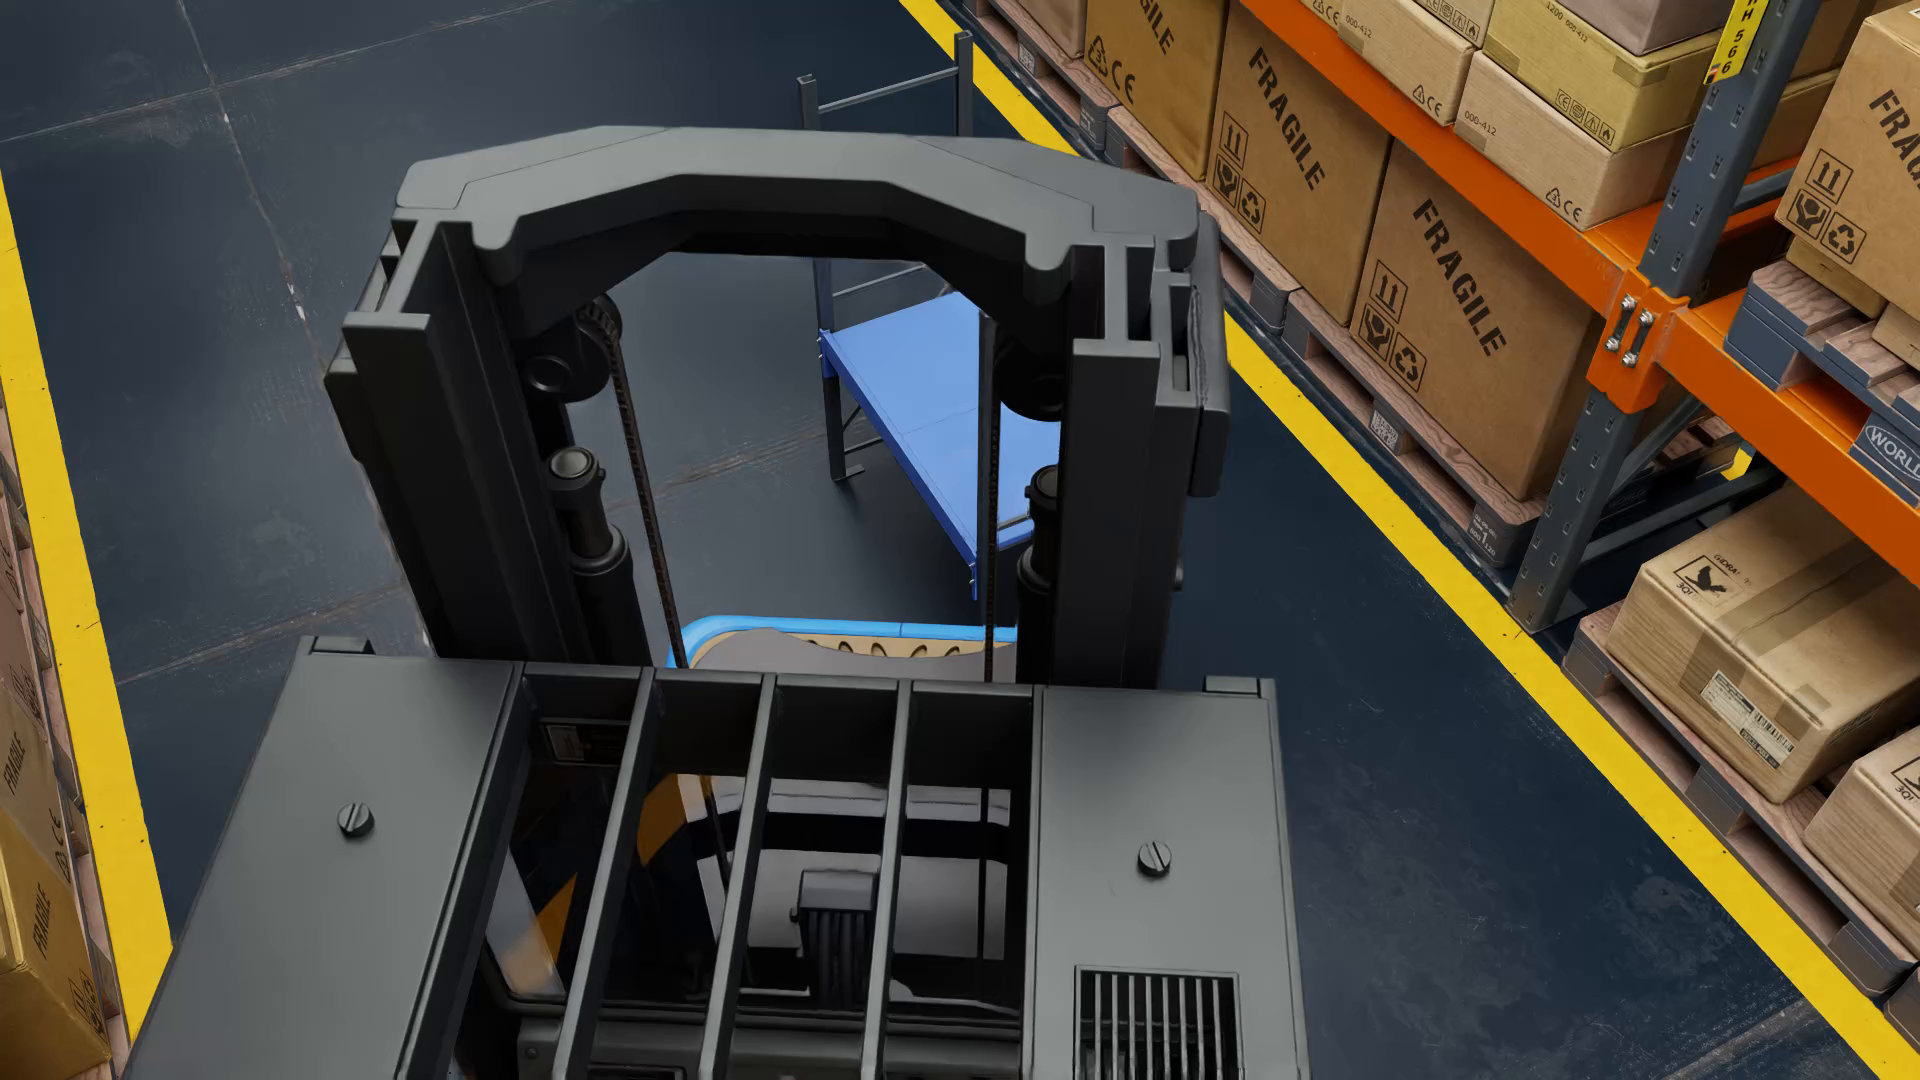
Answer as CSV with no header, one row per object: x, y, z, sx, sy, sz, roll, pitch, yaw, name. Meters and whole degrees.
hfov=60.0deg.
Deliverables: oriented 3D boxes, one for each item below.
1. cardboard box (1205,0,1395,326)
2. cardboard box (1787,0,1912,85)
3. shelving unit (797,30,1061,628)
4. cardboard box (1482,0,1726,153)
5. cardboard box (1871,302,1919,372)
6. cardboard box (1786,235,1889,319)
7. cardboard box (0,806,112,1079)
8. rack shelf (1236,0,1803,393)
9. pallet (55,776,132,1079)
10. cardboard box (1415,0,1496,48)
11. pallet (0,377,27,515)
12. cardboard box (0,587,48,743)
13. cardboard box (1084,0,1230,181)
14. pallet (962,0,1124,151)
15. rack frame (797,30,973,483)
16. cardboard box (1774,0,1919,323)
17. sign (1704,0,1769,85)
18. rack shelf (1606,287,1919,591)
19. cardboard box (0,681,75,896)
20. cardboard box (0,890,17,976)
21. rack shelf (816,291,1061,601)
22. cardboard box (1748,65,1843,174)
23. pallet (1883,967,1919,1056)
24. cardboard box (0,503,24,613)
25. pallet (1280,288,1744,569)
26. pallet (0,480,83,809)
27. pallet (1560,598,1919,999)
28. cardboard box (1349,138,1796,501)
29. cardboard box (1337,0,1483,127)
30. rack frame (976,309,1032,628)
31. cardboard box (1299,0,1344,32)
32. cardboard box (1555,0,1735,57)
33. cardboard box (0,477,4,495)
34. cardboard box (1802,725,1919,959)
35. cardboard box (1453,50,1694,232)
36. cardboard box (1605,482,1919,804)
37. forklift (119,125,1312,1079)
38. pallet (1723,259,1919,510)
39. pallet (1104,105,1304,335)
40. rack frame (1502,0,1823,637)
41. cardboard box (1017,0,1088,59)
1.480,-1.437,5.647,0.875,0.875,0.875,-21,52,-17,cardboard box
2.114,-1.449,4.292,0.500,0.250,0.500,-22,52,-18,cardboard box
0.039,-0.437,4.636,0.538,1.500,1.048,-21,52,-18,shelving unit
1.679,-1.261,4.128,0.500,0.250,0.500,-21,52,-18,cardboard box
2.209,-0.482,3.567,0.380,0.149,0.250,-24,53,-20,cardboard box
2.110,-0.683,3.743,0.380,0.149,0.250,-24,53,-20,cardboard box
-2.326,0.987,3.776,0.500,0.500,0.500,-23,53,-19,cardboard box
1.211,-2.011,5.494,1.077,0.370,4.000,-21,52,-18,rack shelf
-2.585,1.258,4.009,1.003,0.211,1.213,-21,52,-18,pallet
1.441,-1.603,4.427,0.500,0.250,0.500,-22,53,-18,cardboard box
-3.702,-0.375,5.438,1.003,0.211,1.213,-21,52,-18,pallet
-2.798,0.310,4.368,0.500,0.500,0.500,-22,53,-18,cardboard box
1.071,-2.036,6.170,0.875,0.875,0.875,-20,52,-16,cardboard box
0.716,-2.178,7.014,1.003,0.211,1.213,-21,52,-18,pallet
-0.194,-0.777,4.933,0.500,1.500,0.032,-21,52,-18,rack frame
2.126,-0.797,3.412,0.500,0.500,0.500,-23,53,-19,cardboard box
1.634,-1.097,3.447,0.100,0.325,0.005,-21,52,-18,sign
3.041,0.666,3.152,1.077,0.370,4.000,-21,52,-18,rack shelf
-2.559,0.652,4.069,0.500,0.500,0.500,-21,52,-17,cardboard box
-2.329,0.756,3.479,0.500,0.250,0.500,-23,53,-19,cardboard box
0.039,-0.318,4.771,0.538,0.185,1.000,-21,52,-18,rack shelf
2.126,-1.274,4.471,0.500,0.250,0.500,-22,52,-18,cardboard box
3.037,1.348,3.931,1.003,0.211,1.213,-21,52,-18,pallet
-3.031,-0.032,4.667,0.500,0.500,0.500,-22,52,-18,cardboard box
1.832,-0.545,5.586,1.003,0.211,1.213,-21,52,-18,pallet
-3.140,0.443,4.723,1.003,0.211,1.213,-21,52,-18,pallet
2.482,0.532,4.644,1.003,0.211,1.213,-21,52,-18,pallet
1.884,-0.839,5.123,0.875,0.875,0.875,-22,52,-18,cardboard box
1.416,-1.445,4.621,0.500,0.250,0.500,-20,52,-17,cardboard box
0.272,-0.096,4.338,0.500,1.500,0.032,-21,52,-18,rack frame
1.200,-1.788,4.921,0.500,0.250,0.500,-22,52,-18,cardboard box
1.657,-1.527,3.862,0.500,0.500,0.500,-22,53,-18,cardboard box
-3.262,-0.377,4.969,0.500,0.500,0.500,-22,52,-18,cardboard box
2.721,0.690,4.120,0.950,0.372,0.625,-22,52,-18,cardboard box
1.664,-1.109,4.327,0.500,0.250,0.500,-23,53,-19,cardboard box
2.376,0.199,4.550,0.950,0.372,0.625,-24,53,-20,cardboard box
-0.212,1.034,2.399,1.130,2.935,3.031,2,49,2,forklift
2.547,-0.406,3.739,1.213,0.211,1.003,-21,52,-18,pallet
1.278,-1.360,6.299,1.003,0.211,1.213,-21,52,-18,pallet
2.126,-0.909,4.052,1.000,3.000,0.127,-21,52,-18,rack frame
0.651,-2.638,6.697,0.875,0.875,0.875,-20,52,-16,cardboard box
